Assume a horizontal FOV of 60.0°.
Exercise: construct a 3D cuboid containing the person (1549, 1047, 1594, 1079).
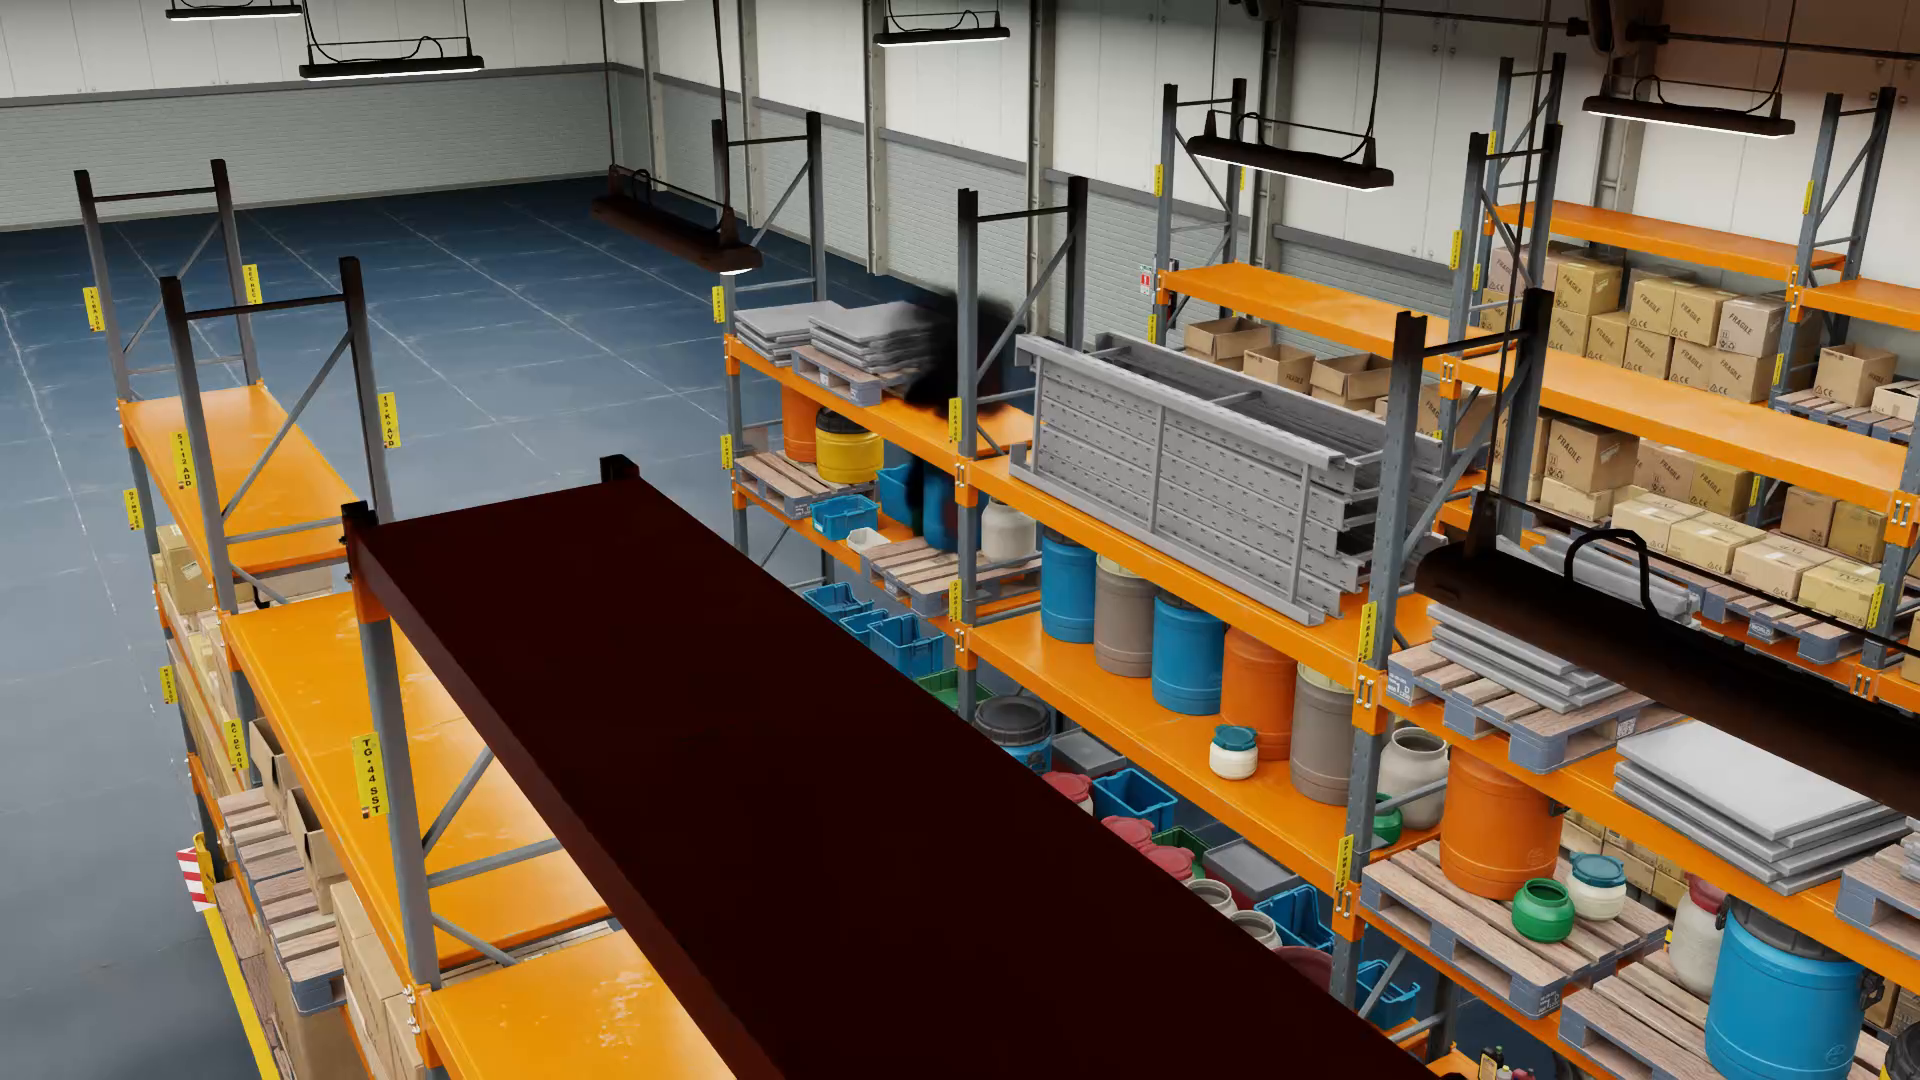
[{"bbox_3d":[4.157,3.289,11.087,0.448,1.606,0.789,-17,27,-36],"label":"person"}]
